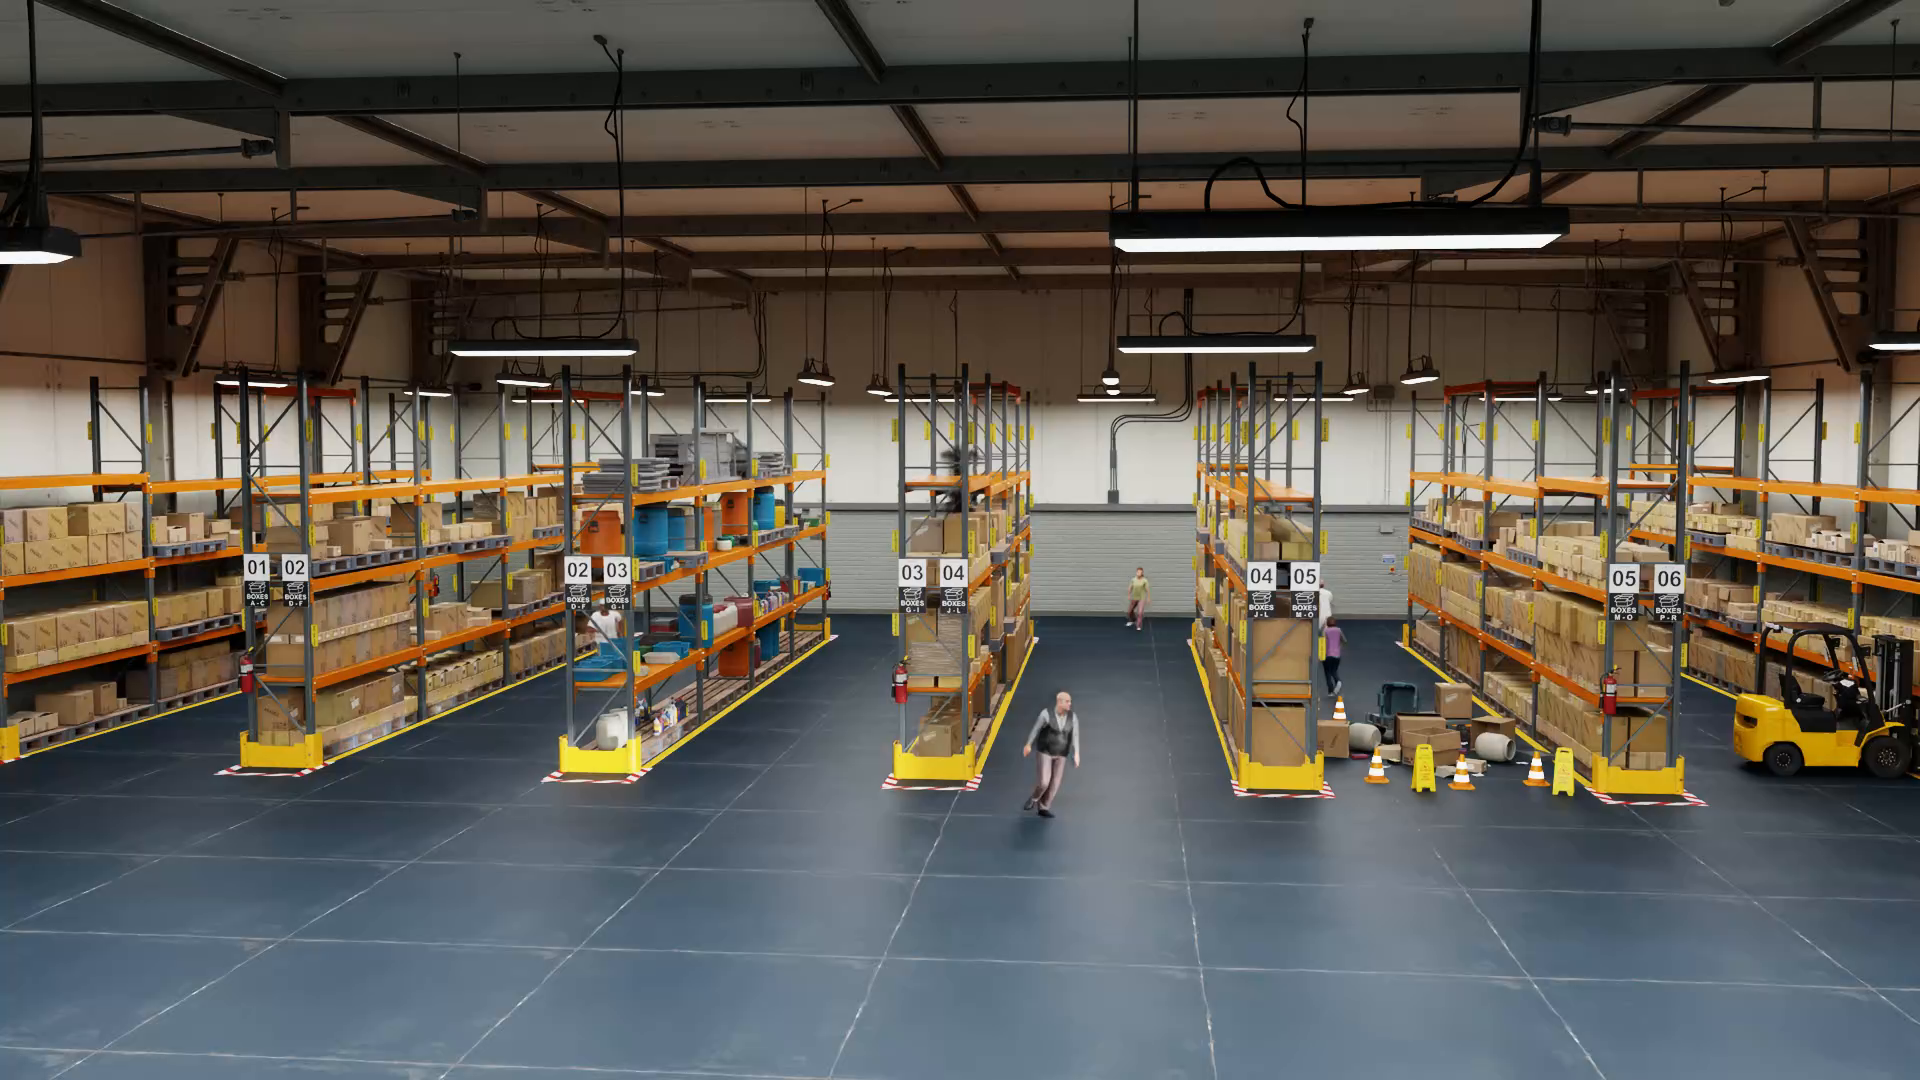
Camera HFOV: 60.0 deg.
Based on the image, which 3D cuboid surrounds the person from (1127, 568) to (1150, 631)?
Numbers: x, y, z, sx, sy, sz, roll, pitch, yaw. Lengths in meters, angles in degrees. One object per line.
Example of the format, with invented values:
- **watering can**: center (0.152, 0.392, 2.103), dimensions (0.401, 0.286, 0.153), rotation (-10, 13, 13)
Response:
- **person**: center (4.531, 1.485, 42.262), dimensions (0.701, 1.609, 0.659), rotation (1, 4, 22)

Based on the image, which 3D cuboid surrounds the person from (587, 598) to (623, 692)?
- **person**: center (-6.942, 2.026, 32.544), dimensions (0.661, 1.823, 0.871), rotation (0, 4, -7)

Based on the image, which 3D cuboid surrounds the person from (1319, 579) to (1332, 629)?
- **person**: center (8.138, 1.745, 37.341), dimensions (0.617, 1.704, 0.983), rotation (-1, 4, -18)

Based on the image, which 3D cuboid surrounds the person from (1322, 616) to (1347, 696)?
- **person**: center (7.093, 2.220, 31.580), dimensions (0.539, 1.535, 0.575), rotation (0, 4, -5)

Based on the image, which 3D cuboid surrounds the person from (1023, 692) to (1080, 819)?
- **person**: center (1.189, 2.784, 21.593), dimensions (0.687, 1.677, 0.562), rotation (-1, 4, -21)
